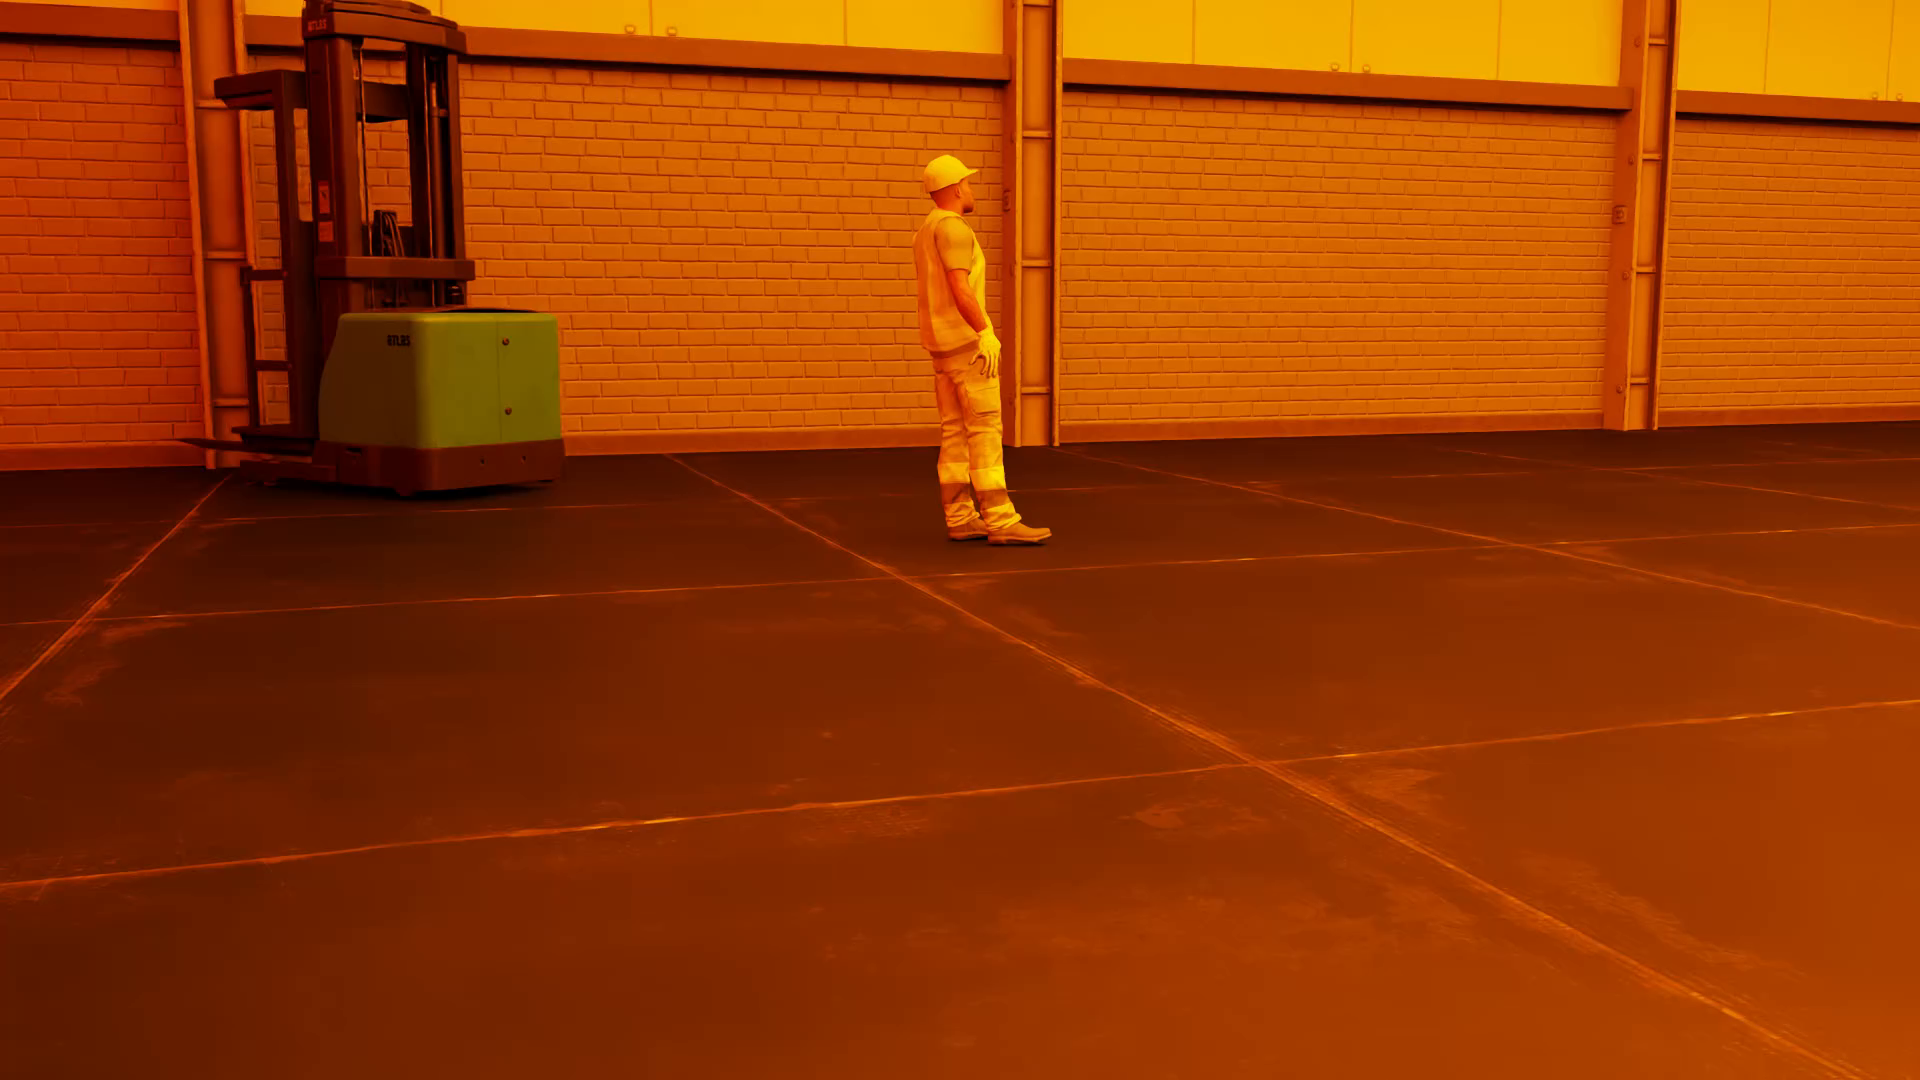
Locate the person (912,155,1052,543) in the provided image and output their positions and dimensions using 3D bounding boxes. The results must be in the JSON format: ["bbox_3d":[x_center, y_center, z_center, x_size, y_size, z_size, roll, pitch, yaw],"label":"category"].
[{"bbox_3d":[0.080,-0.896,7.816,0.562,1.790,0.637,-3,8,-18],"label":"person"}]

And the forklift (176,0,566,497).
[{"bbox_3d":[-3.912,-1.831,10.514,3.031,2.935,1.130,6,10,36],"label":"forklift"}]
